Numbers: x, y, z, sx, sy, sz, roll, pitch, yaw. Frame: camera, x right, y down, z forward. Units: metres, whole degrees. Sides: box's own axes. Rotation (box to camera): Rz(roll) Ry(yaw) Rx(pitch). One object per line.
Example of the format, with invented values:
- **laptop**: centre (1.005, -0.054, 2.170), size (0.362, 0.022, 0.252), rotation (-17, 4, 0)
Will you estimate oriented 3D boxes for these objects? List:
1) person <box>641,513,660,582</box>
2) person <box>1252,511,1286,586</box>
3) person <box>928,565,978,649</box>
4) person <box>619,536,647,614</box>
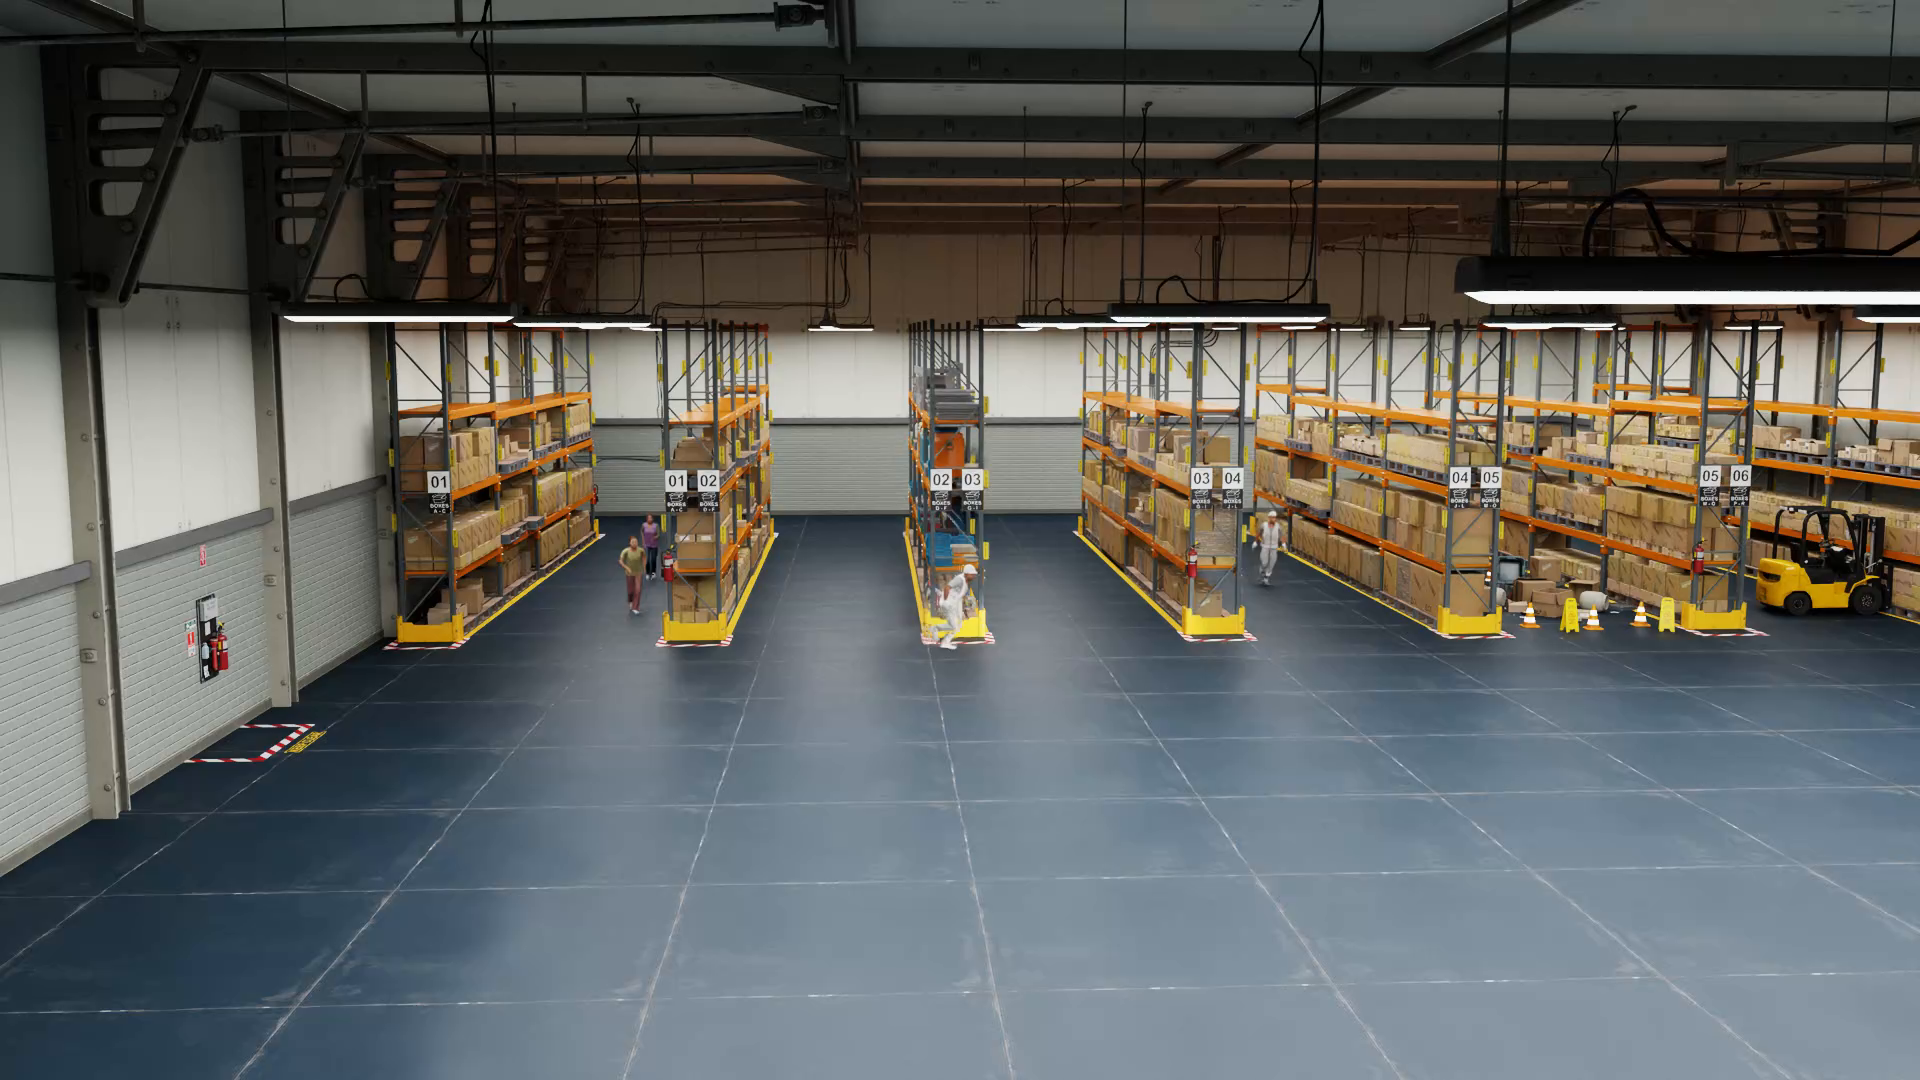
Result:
- **person**: centre (-7.205, 0.166, 38.727), size (0.457, 1.606, 0.788), rotation (-1, 7, -8)
- **person**: centre (7.032, 0.194, 37.756), size (0.683, 1.737, 0.762), rotation (0, 7, -1)
- **person**: centre (-0.135, 1.220, 30.259), size (0.940, 1.581, 0.706), rotation (2, 7, 19)
- **person**: centre (-6.738, 0.701, 34.319), size (0.576, 1.619, 0.720), rotation (-2, 7, -14)
